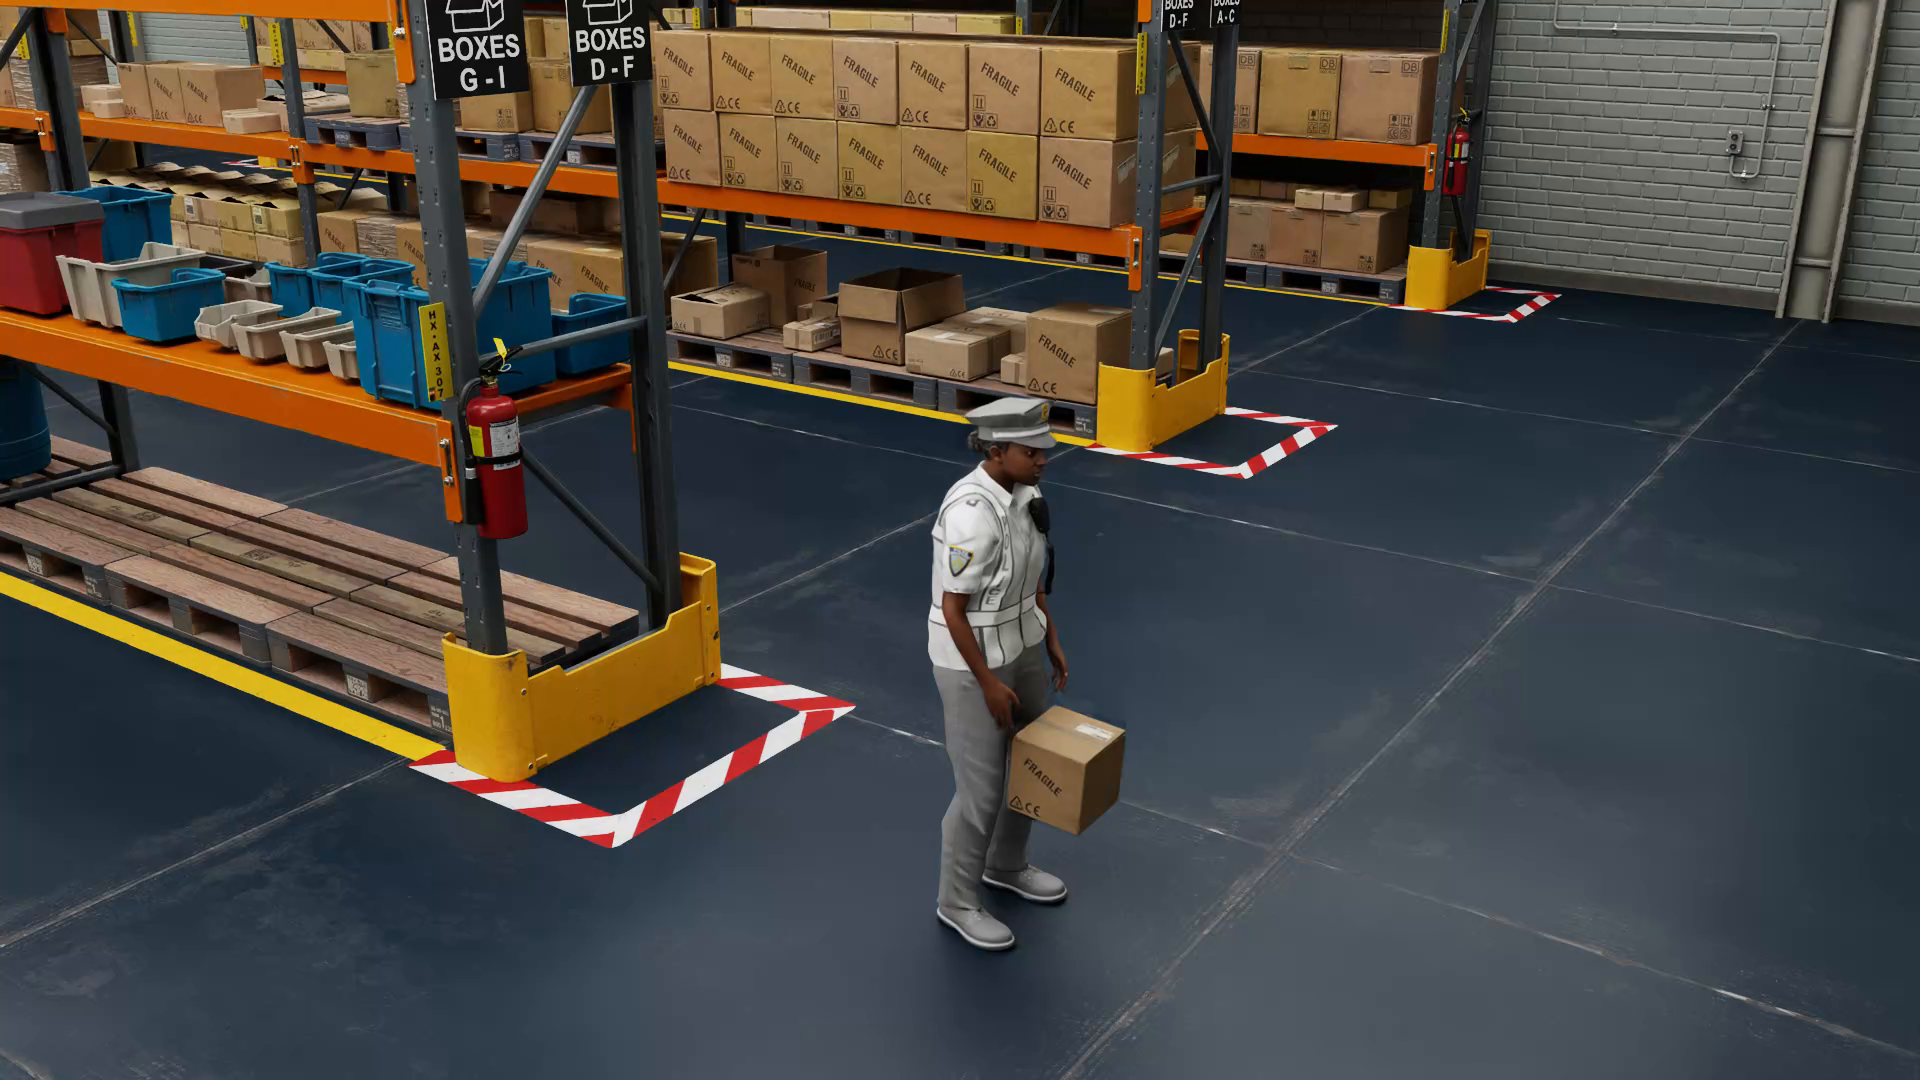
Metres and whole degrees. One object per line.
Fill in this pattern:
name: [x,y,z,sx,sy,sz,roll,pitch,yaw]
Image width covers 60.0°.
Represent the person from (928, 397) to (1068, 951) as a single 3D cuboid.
person: [0.108,0.374,5.024,0.372,1.672,0.492,12,23,31]
